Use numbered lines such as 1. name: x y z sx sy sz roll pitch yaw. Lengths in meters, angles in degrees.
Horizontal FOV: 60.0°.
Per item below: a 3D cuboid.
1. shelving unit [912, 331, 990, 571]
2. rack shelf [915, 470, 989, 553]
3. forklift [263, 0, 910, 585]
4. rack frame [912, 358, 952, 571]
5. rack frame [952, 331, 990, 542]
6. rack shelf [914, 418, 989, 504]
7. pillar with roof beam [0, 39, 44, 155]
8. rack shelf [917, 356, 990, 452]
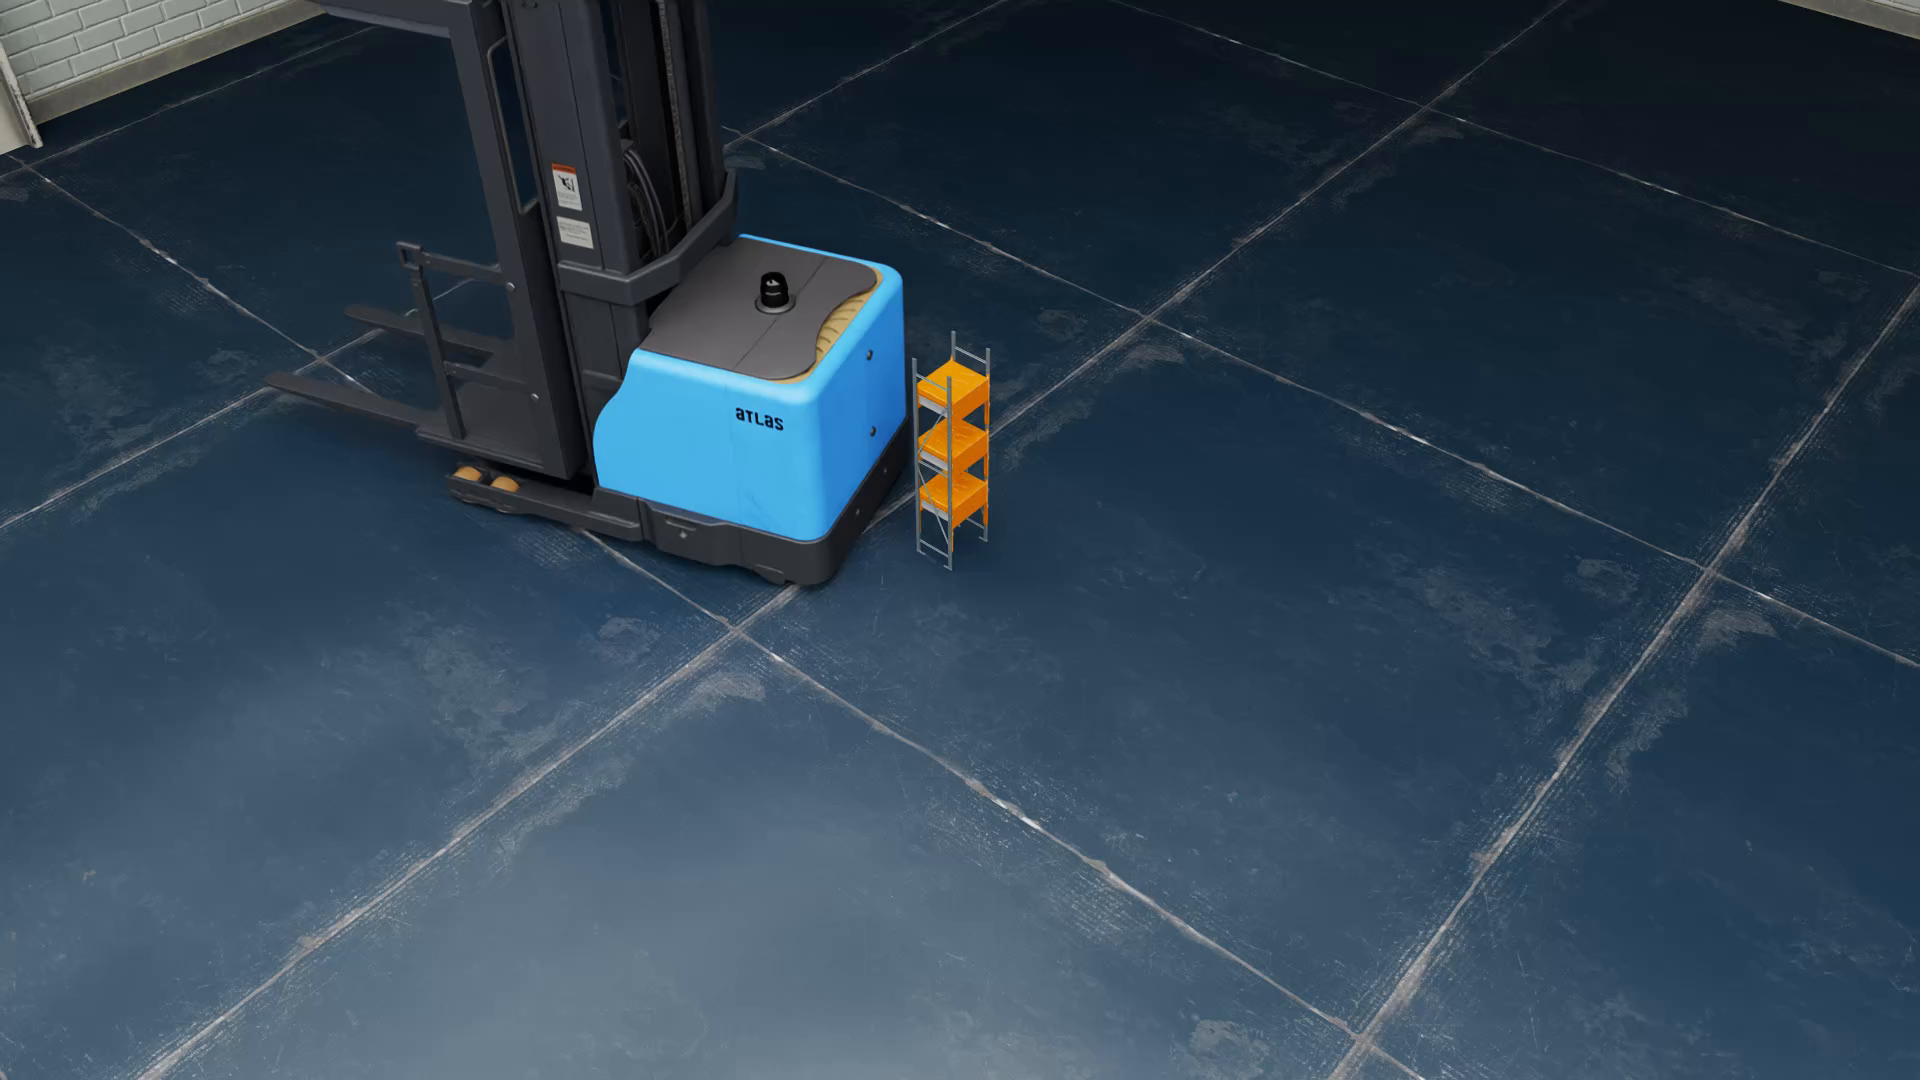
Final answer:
1. shelving unit: -0.034 -0.361 7.049 0.215 1.050 0.252 29 50 28
2. rack shelf: -0.034 -0.147 7.243 0.215 0.259 0.240 29 50 28
3. forklift: -1.801 -1.520 6.926 3.031 2.935 1.130 15 44 16
4. rack frame: -0.113 -0.298 6.980 0.200 1.050 0.008 29 50 28
5. rack frame: 0.044 -0.424 7.118 0.200 1.050 0.008 29 50 28
6. rack shelf: -0.034 -0.353 7.056 0.215 0.259 0.240 29 50 28
7. pillar with roof beam: -2.490 -3.821 4.945 9.100 9.000 0.400 29 50 28
8. rack shelf: -0.034 -0.563 6.865 0.215 0.259 0.240 29 50 28
